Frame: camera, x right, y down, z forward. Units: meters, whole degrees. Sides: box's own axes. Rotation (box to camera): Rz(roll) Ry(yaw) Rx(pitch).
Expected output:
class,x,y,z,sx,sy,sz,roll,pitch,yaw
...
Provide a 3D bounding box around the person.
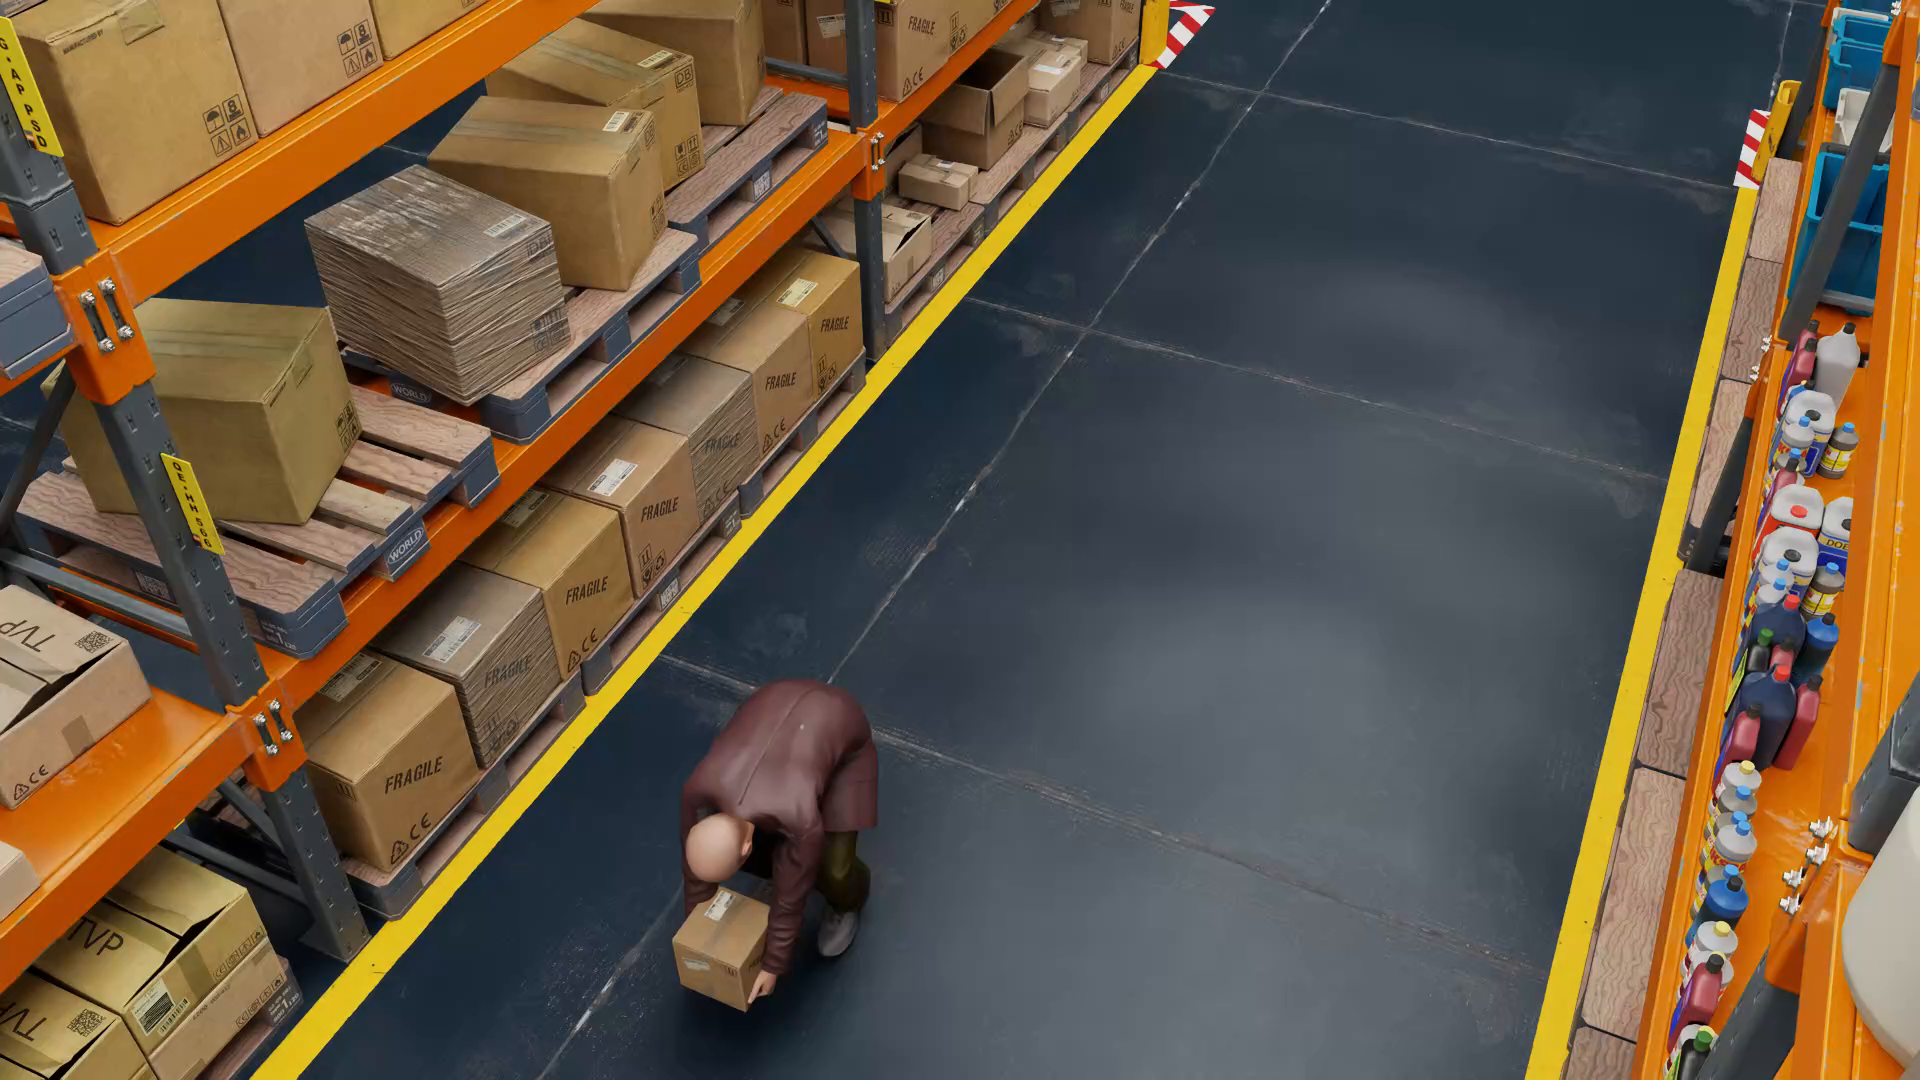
class,x,y,z,sx,sy,sz,roll,pitch,yaw
person,-0.605,1.025,5.543,0.590,1.069,0.942,15,44,17
